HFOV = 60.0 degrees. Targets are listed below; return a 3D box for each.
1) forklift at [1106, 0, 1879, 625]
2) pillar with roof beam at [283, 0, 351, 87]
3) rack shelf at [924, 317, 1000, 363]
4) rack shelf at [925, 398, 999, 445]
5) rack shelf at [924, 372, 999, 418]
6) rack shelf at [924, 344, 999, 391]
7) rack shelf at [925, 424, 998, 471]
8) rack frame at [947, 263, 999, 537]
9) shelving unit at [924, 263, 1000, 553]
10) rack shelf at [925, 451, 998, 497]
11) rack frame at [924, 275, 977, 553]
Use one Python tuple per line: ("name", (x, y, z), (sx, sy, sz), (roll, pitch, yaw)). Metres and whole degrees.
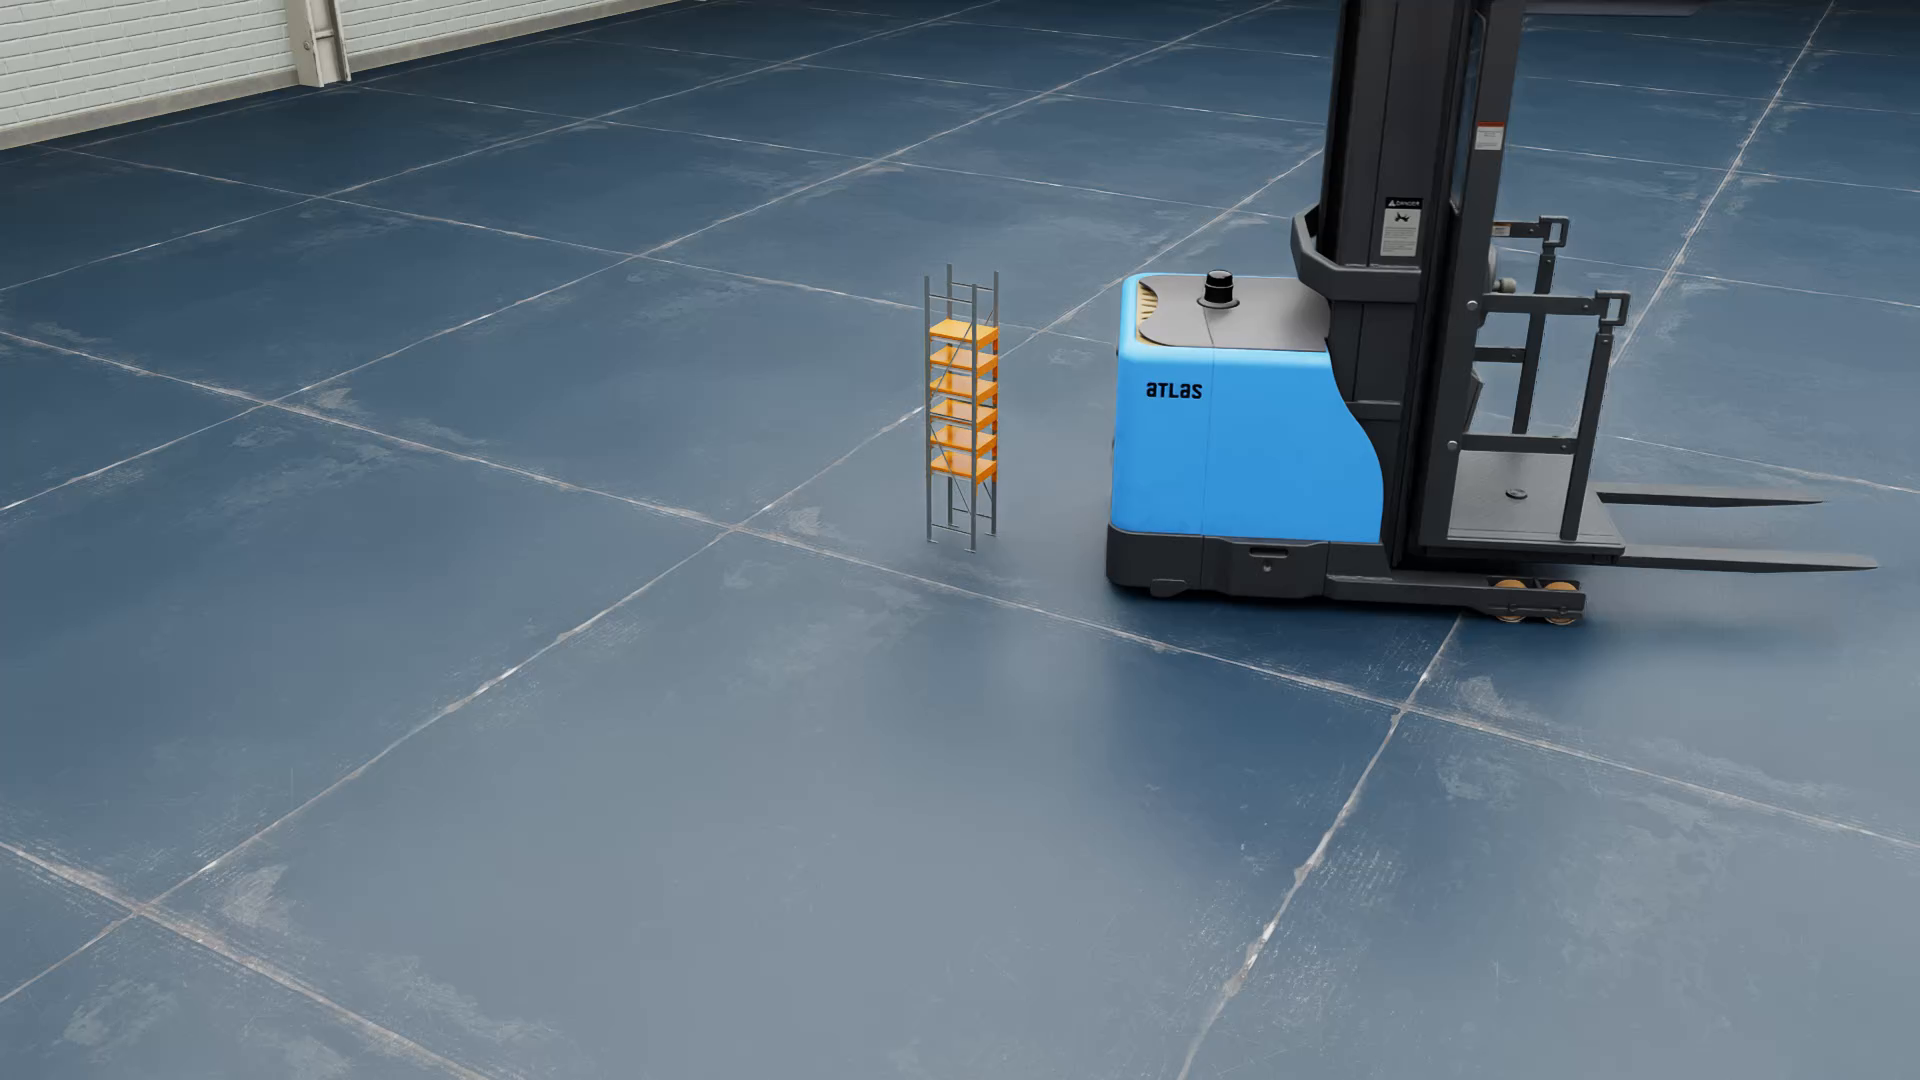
("forklift", (2.147, -1.226, 6.425), (3.031, 2.935, 1.130), (3, 27, 5))
("pillar with roof beam", (-2.410, -7.515, 12.210), (9.100, 9.000, 0.400), (14, 30, 26))
("rack shelf", (0.007, -0.824, 6.851), (0.258, 0.103, 0.180), (14, 30, 26))
("rack shelf", (0.007, -0.502, 7.013), (0.258, 0.103, 0.180), (14, 30, 26))
("rack shelf", (0.007, -0.610, 6.959), (0.258, 0.103, 0.180), (14, 30, 26))
("rack shelf", (0.007, -0.717, 6.905), (0.258, 0.103, 0.180), (14, 30, 26))
("rack shelf", (0.007, -0.395, 7.066), (0.258, 0.103, 0.180), (14, 30, 26))
("rack frame", (0.052, -0.578, 7.064), (0.240, 1.200, 0.006), (14, 30, 26))
("shelving unit", (0.007, -0.542, 6.993), (0.258, 1.200, 0.189), (14, 30, 26))
("rack shelf", (0.007, -0.288, 7.120), (0.258, 0.103, 0.180), (14, 30, 26))
("rack frame", (-0.038, -0.507, 6.921), (0.240, 1.200, 0.006), (14, 30, 26))
